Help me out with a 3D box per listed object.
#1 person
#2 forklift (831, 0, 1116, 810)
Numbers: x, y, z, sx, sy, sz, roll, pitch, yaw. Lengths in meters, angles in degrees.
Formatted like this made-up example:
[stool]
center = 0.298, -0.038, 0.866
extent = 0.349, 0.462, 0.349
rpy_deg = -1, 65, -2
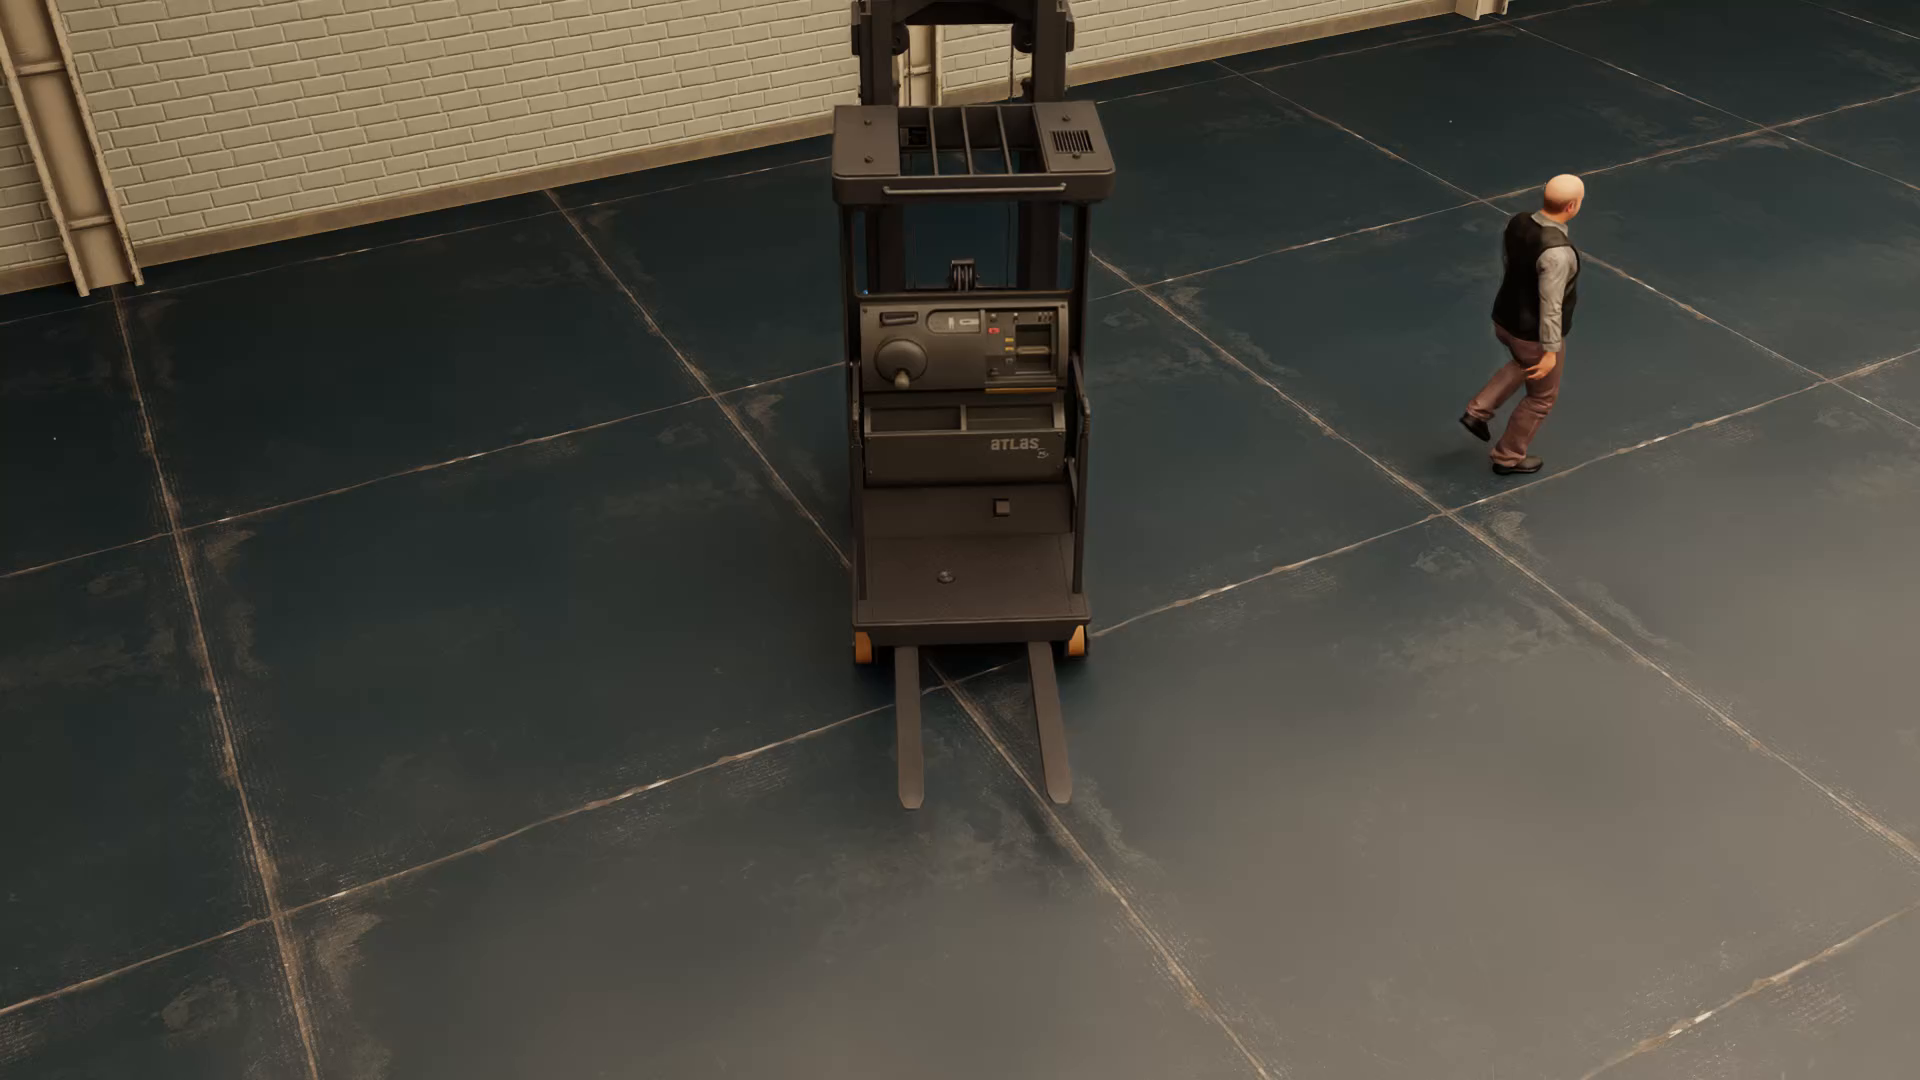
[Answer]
[person]
center = 3.034, -1.131, 8.788
extent = 0.473, 1.702, 0.699
rpy_deg = -9, 36, -13
[forklift]
center = 0.033, -0.808, 7.266
extent = 1.130, 2.935, 3.031
rpy_deg = -2, 35, -2
